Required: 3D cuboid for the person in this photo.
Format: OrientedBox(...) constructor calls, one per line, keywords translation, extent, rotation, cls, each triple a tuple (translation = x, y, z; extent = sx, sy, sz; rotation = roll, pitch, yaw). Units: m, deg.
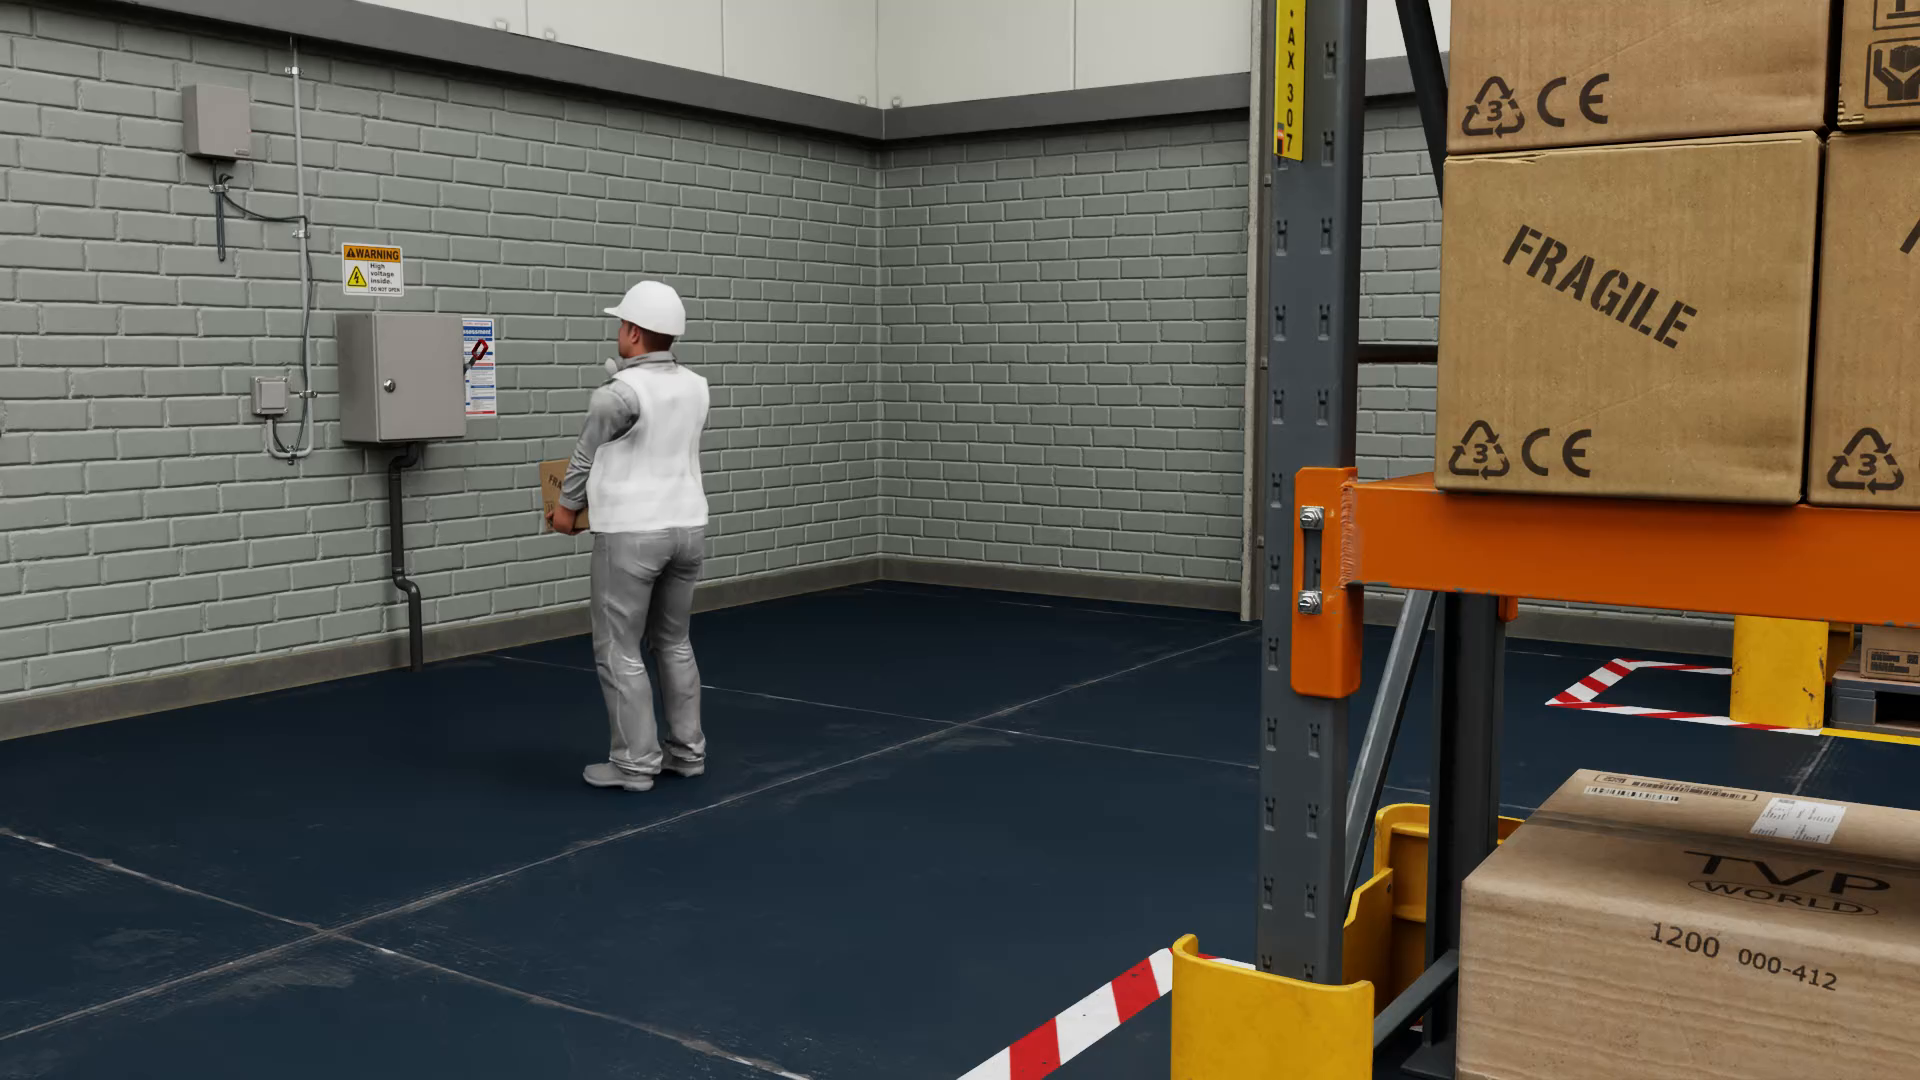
OrientedBox(translation=(-1.190, -0.023, 5.896), extent=(0.558, 1.762, 0.494), rotation=(4, 8, 35), cls="person")
